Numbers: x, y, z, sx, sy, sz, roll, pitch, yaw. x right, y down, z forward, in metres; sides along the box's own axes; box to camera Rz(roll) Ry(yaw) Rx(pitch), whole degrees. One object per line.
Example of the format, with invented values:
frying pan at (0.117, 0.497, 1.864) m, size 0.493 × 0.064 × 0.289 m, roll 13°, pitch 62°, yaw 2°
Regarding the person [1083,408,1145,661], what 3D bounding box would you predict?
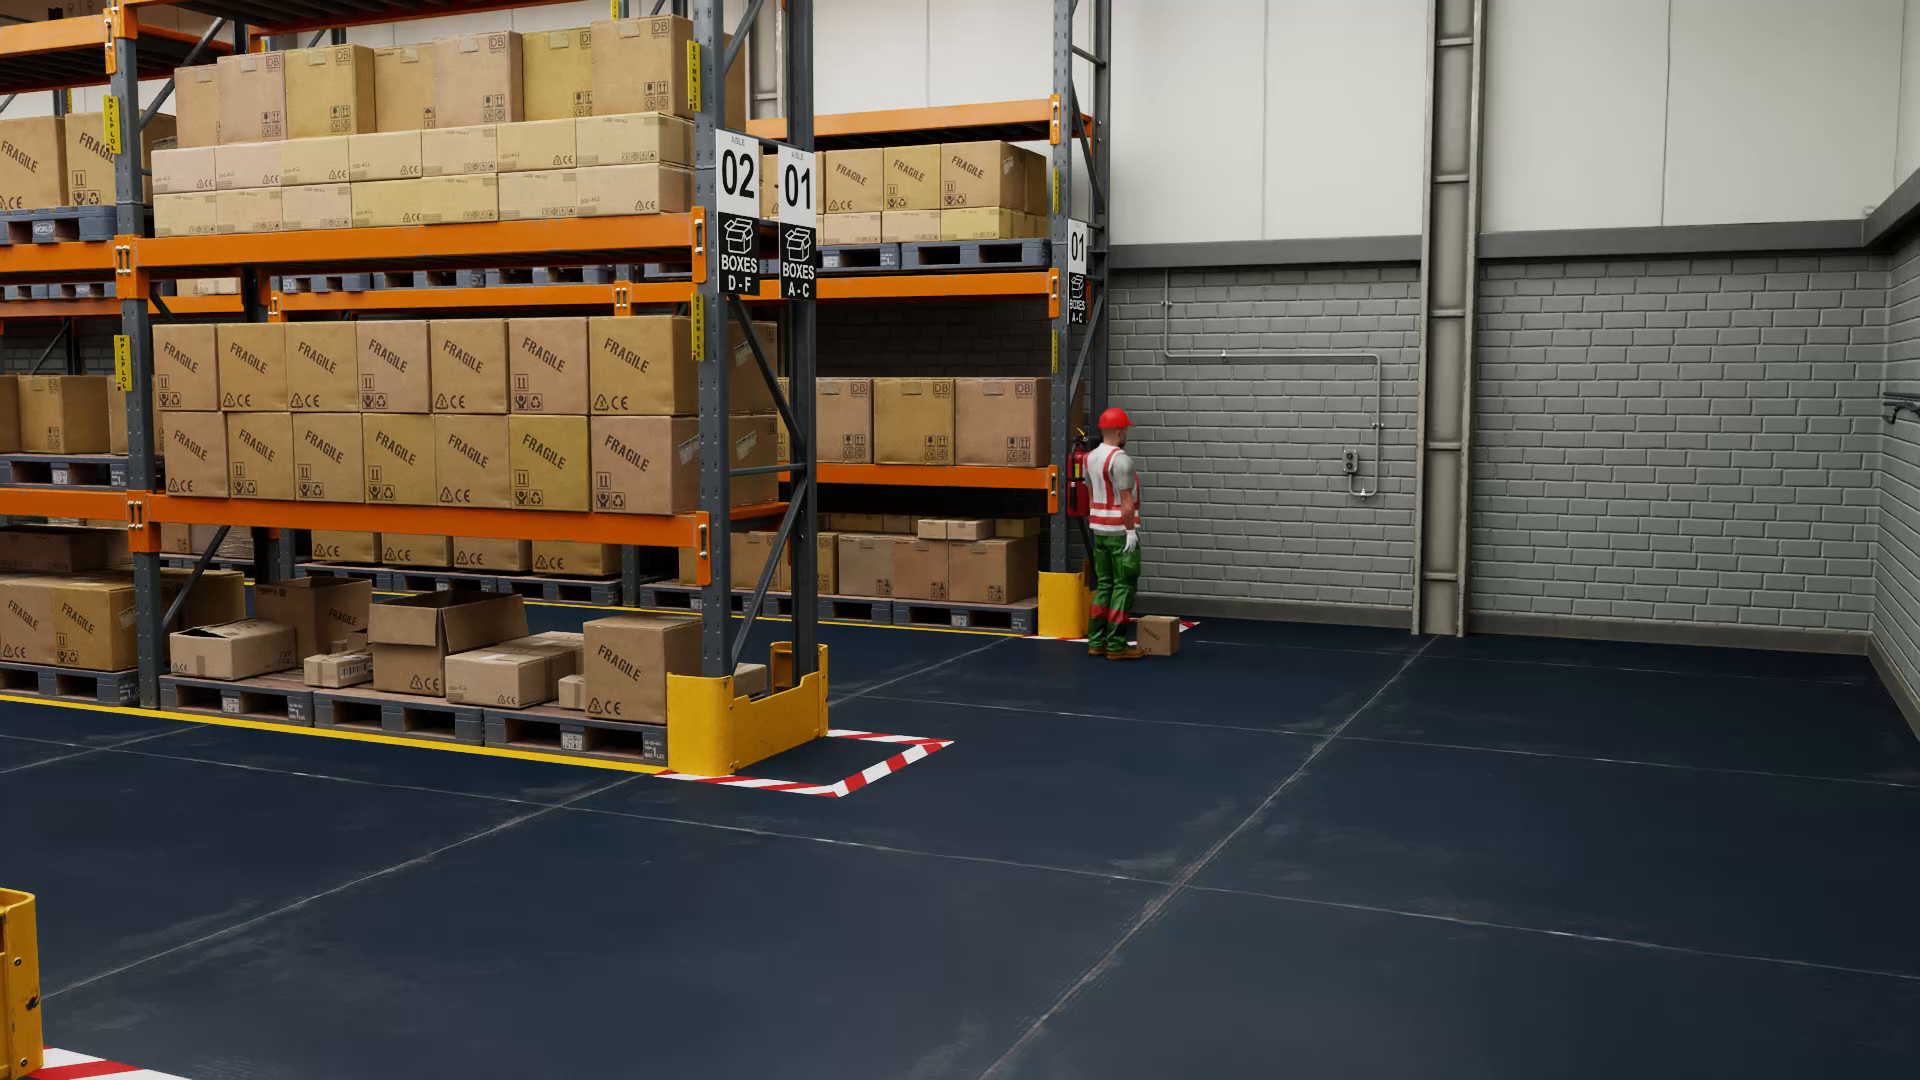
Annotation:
person at (1.104, -0.044, 11.890) m, size 0.344 × 1.794 × 0.526 m, roll -3°, pitch 6°, yaw -27°
